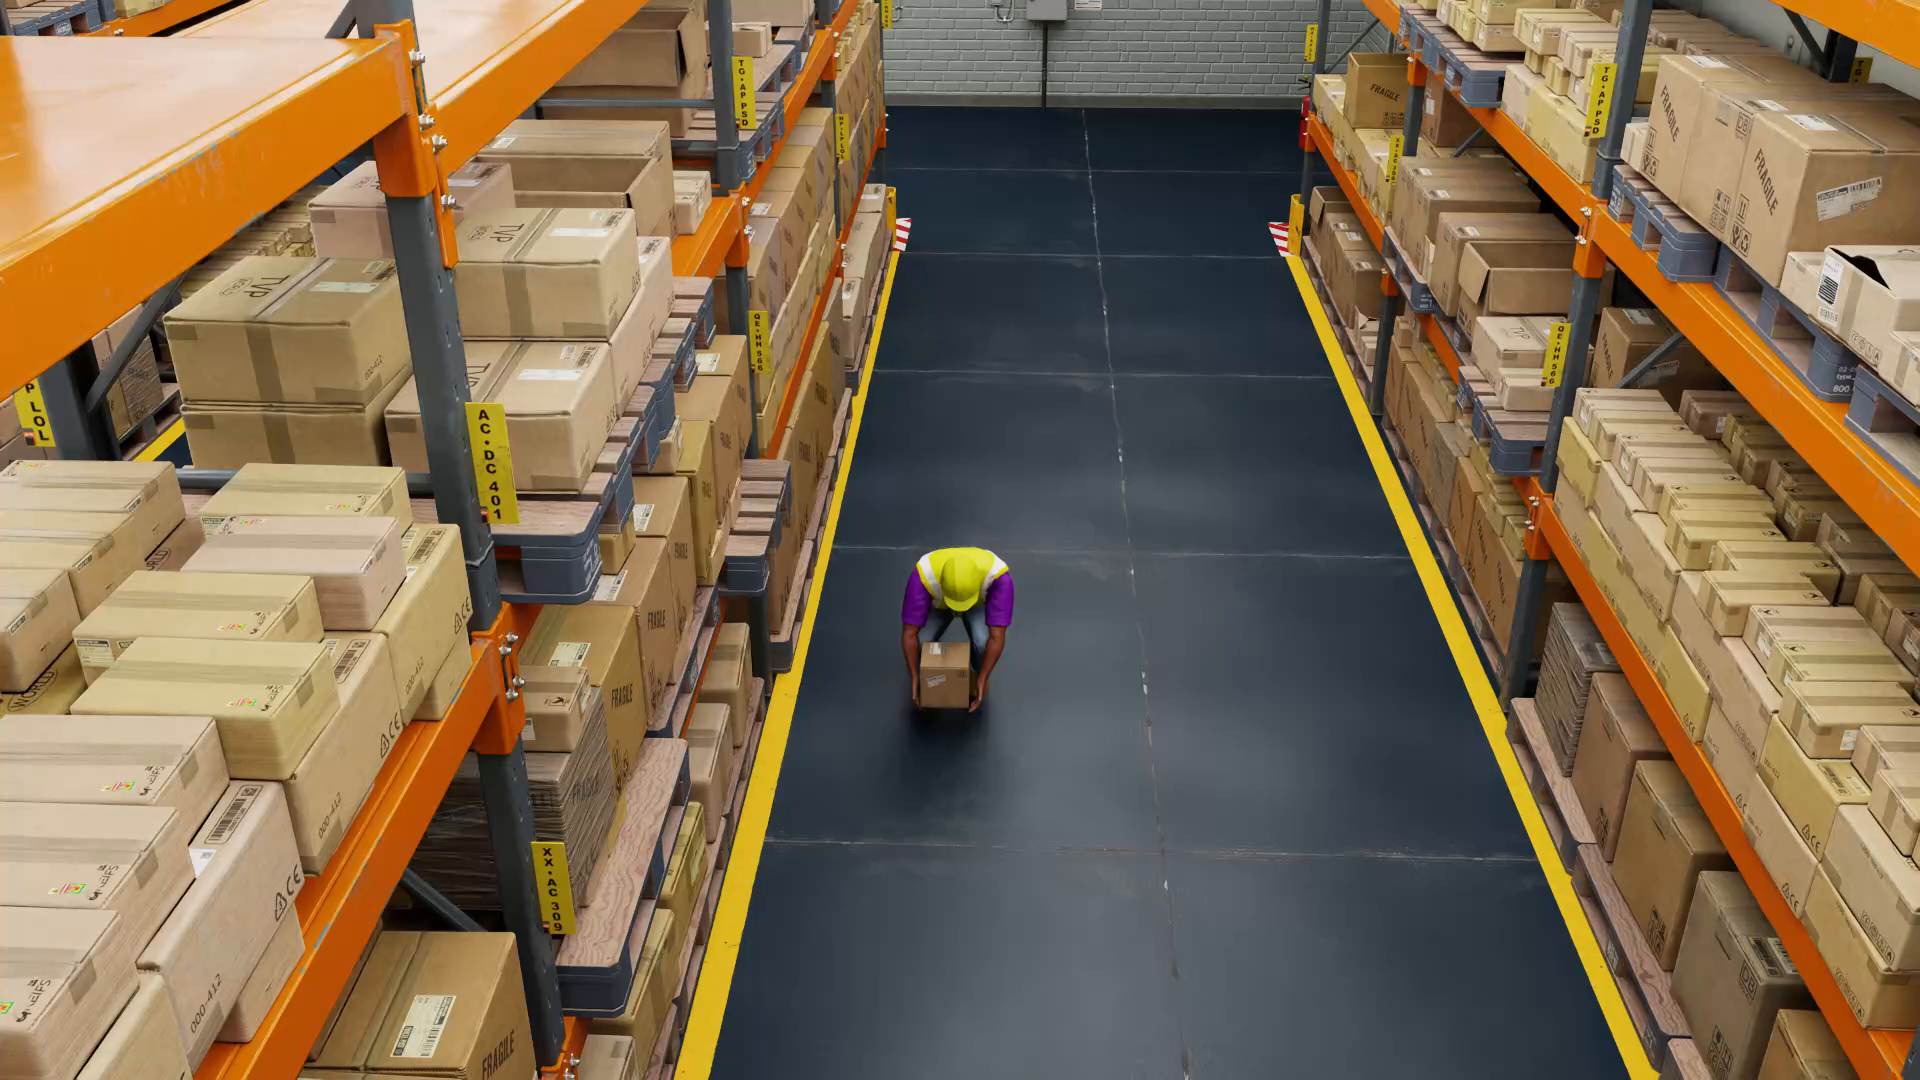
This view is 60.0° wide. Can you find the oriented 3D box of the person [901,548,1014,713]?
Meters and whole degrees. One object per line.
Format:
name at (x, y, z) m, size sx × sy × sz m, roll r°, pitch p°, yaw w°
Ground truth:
person at (0.002, 0.400, 8.905) m, size 0.583 × 0.996 × 0.909 m, roll 4°, pitch 28°, yaw 7°
